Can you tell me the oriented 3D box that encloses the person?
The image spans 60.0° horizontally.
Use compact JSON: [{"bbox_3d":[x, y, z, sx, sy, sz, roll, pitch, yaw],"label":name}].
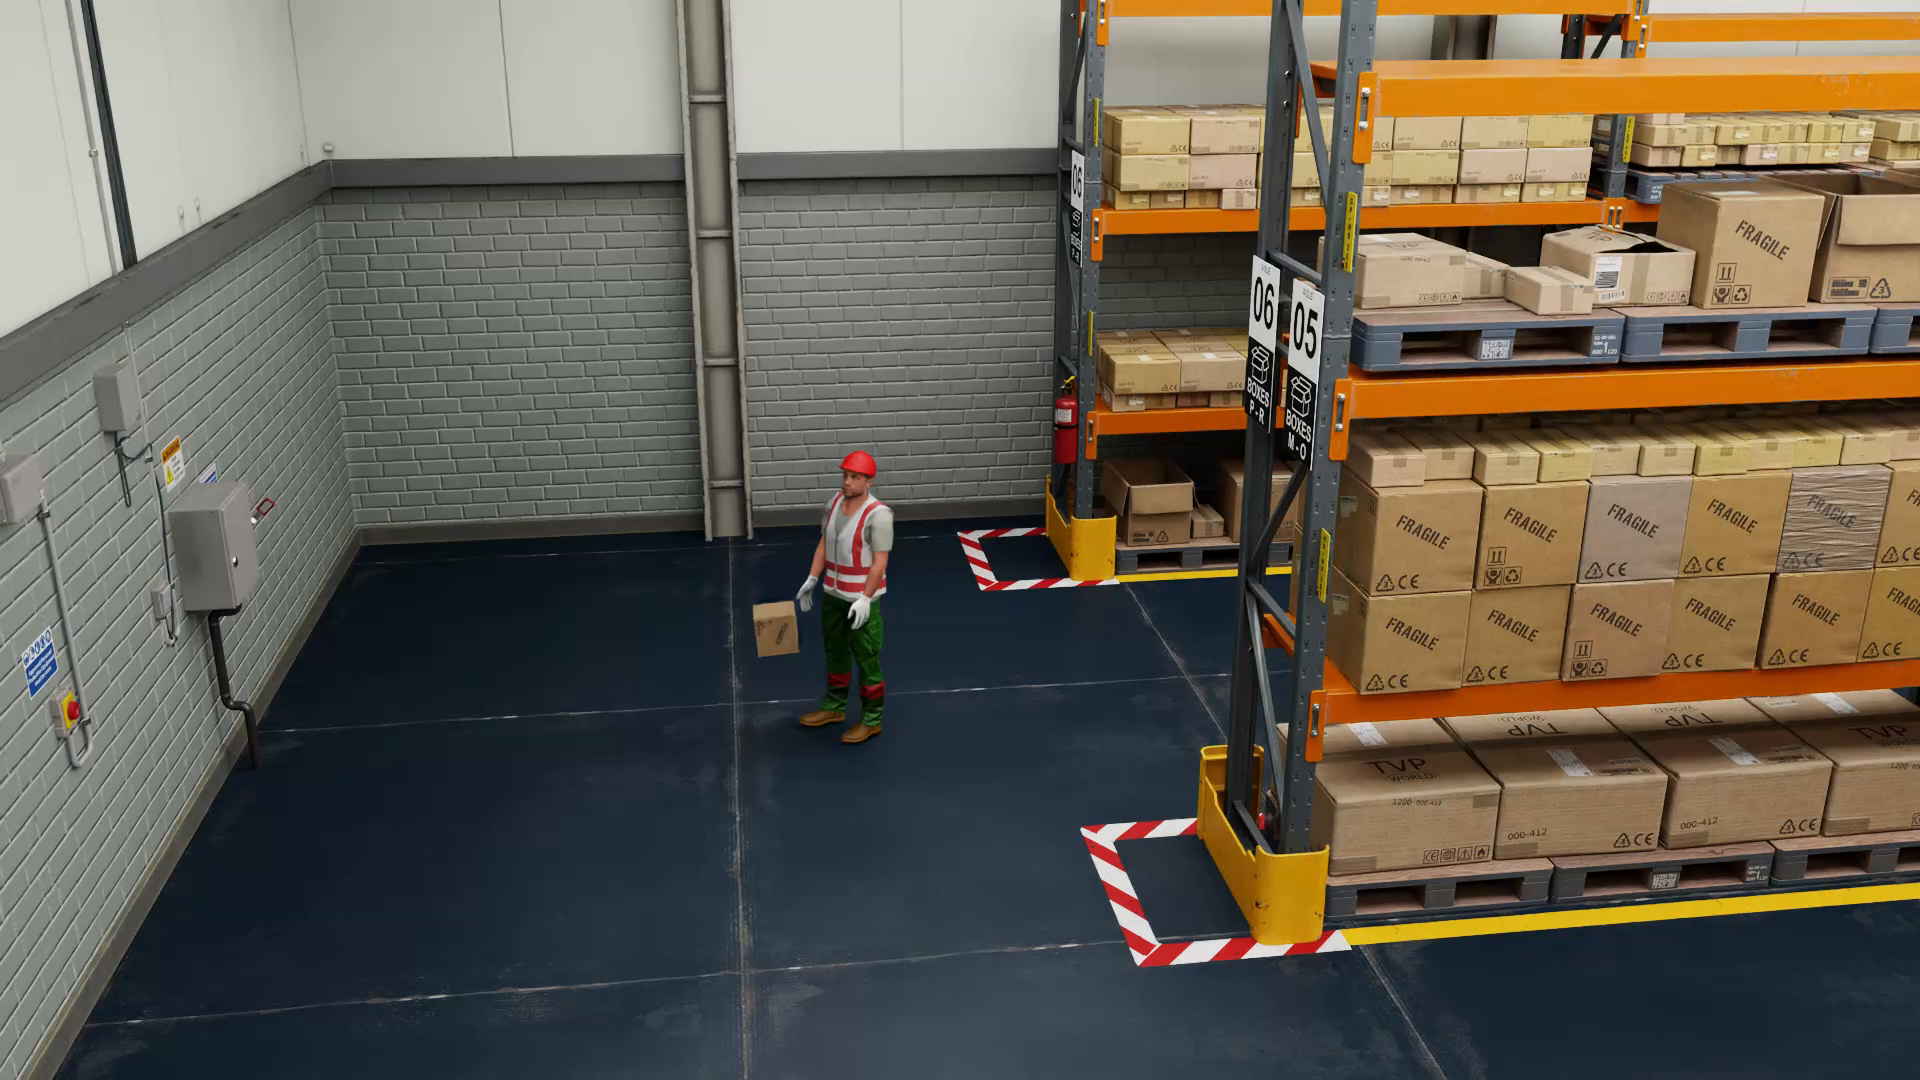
[{"bbox_3d":[-0.691,0.339,10.048,0.586,1.795,0.450,18,27,41],"label":"person"}]
